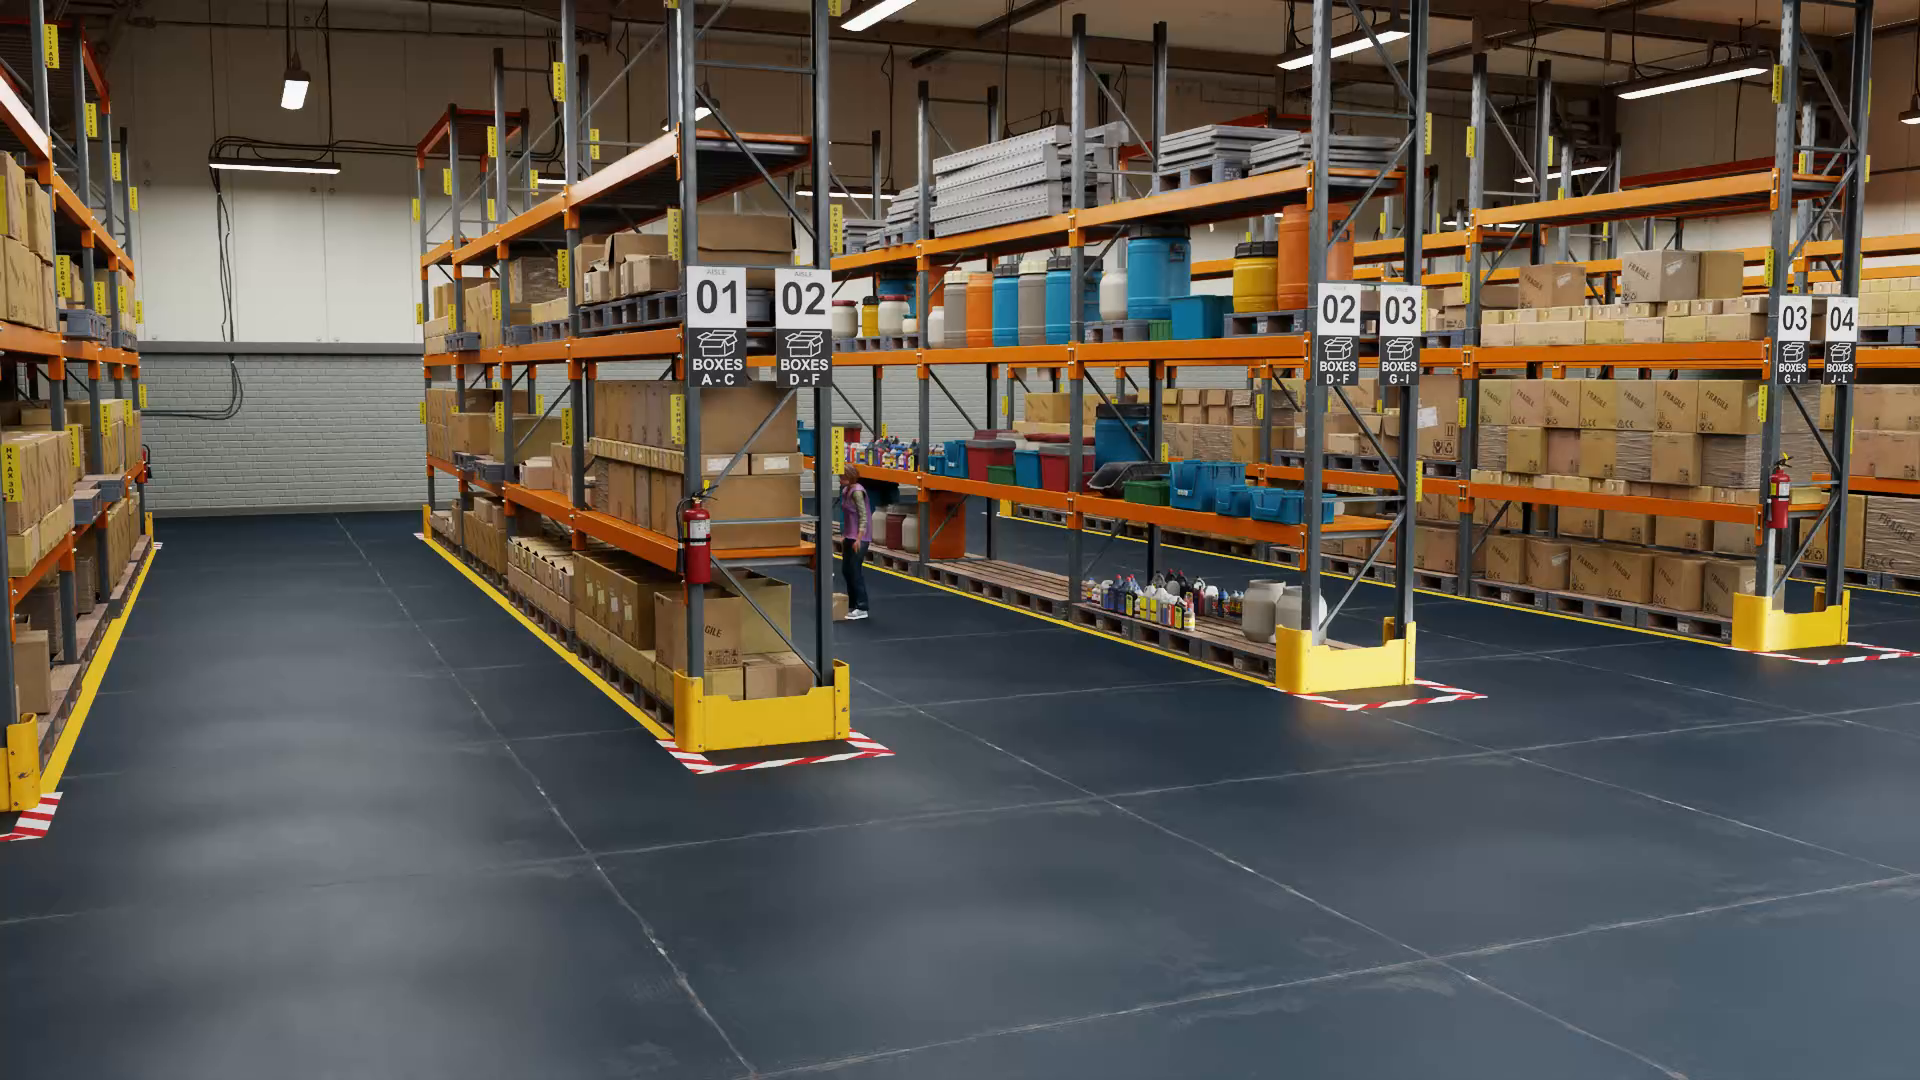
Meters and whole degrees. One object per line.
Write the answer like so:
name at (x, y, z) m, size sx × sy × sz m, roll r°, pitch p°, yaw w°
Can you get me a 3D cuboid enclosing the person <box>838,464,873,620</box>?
person at (-1.089, 0.009, 17.126) m, size 0.345 × 1.593 × 0.460 m, roll -2°, pitch 6°, yaw -23°
